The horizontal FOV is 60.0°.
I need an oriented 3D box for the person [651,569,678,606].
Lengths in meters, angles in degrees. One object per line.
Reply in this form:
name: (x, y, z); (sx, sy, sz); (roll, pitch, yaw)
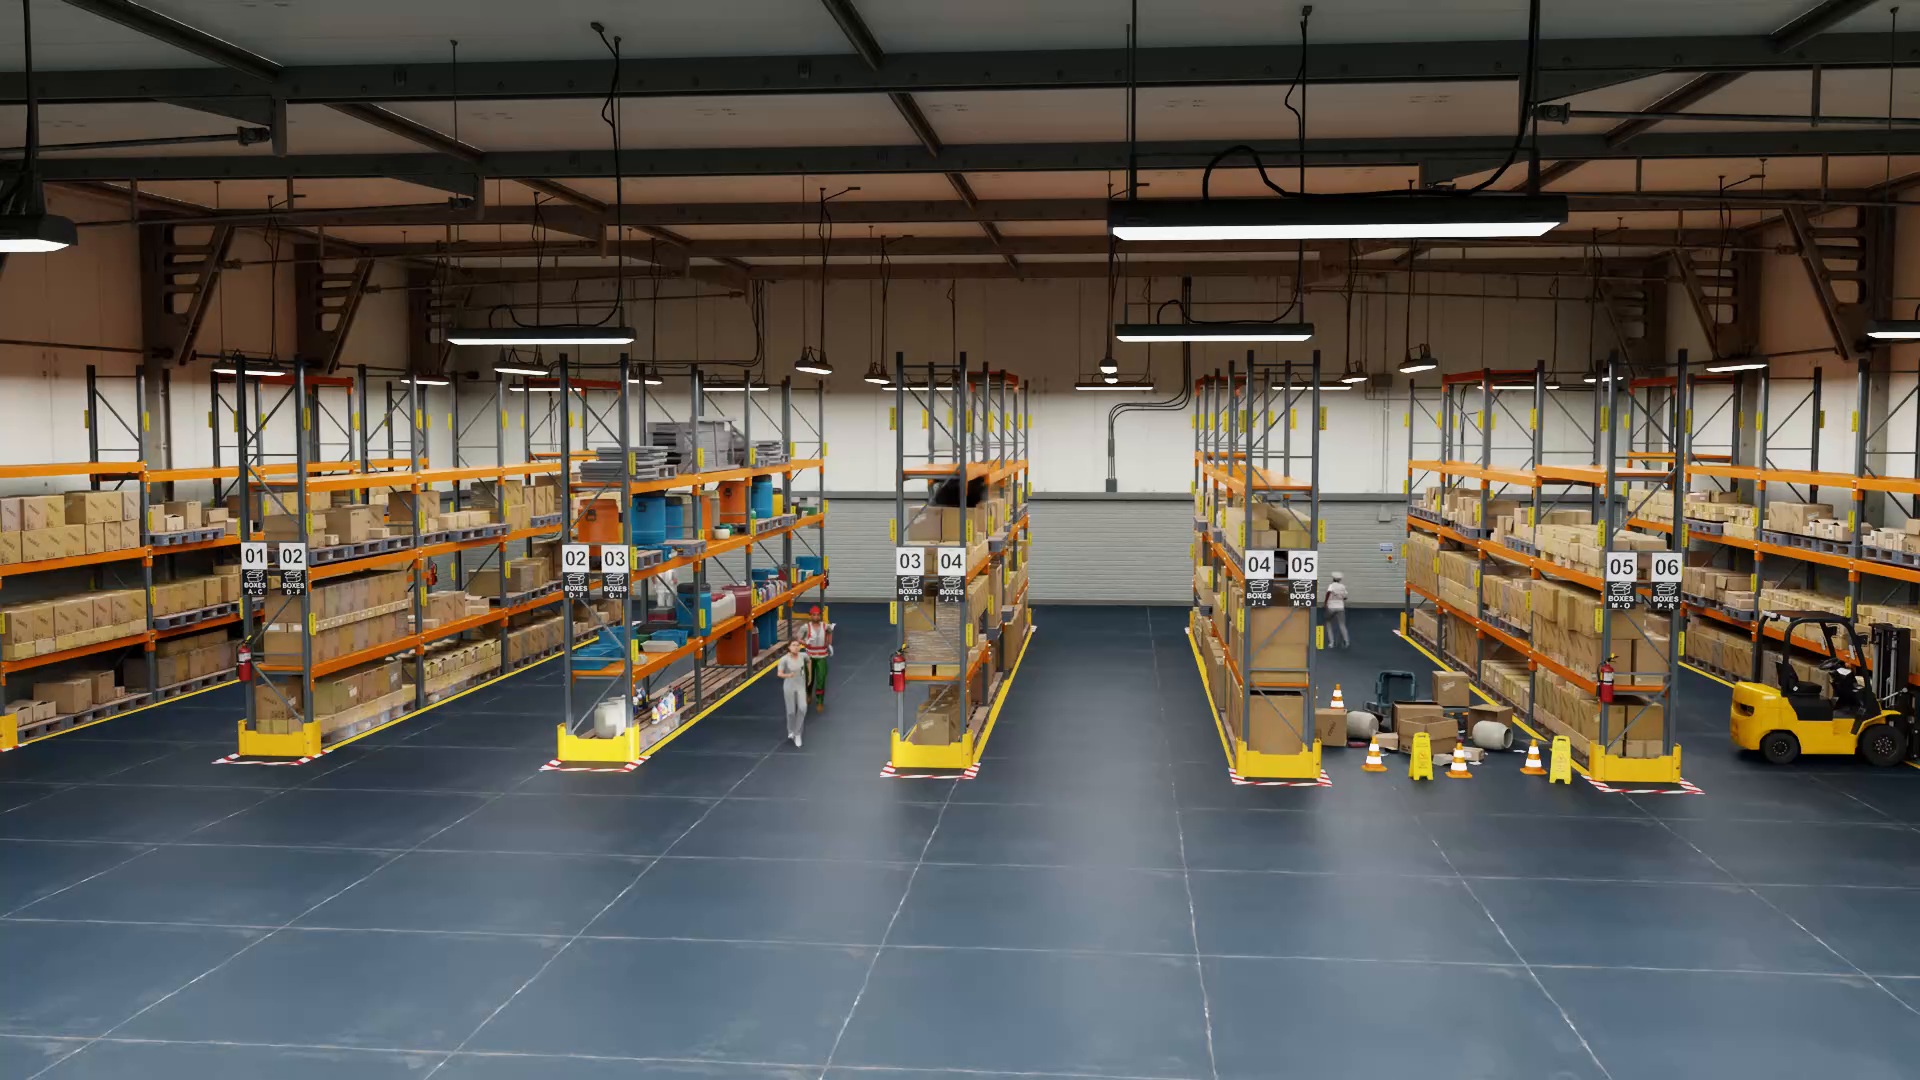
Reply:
person: (-7.095, 1.292, 39.997); (0.603, 1.830, 0.886); (-1, 4, -15)

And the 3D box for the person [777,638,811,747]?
person: (-2.563, 2.338, 25.801); (0.587, 1.680, 0.817); (-1, 4, -18)

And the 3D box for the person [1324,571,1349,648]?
person: (8.262, 1.564, 36.582); (0.582, 1.734, 0.872); (-1, 4, -8)

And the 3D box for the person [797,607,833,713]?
person: (-2.512, 2.033, 28.783); (0.671, 1.781, 0.961); (-1, 4, -13)
